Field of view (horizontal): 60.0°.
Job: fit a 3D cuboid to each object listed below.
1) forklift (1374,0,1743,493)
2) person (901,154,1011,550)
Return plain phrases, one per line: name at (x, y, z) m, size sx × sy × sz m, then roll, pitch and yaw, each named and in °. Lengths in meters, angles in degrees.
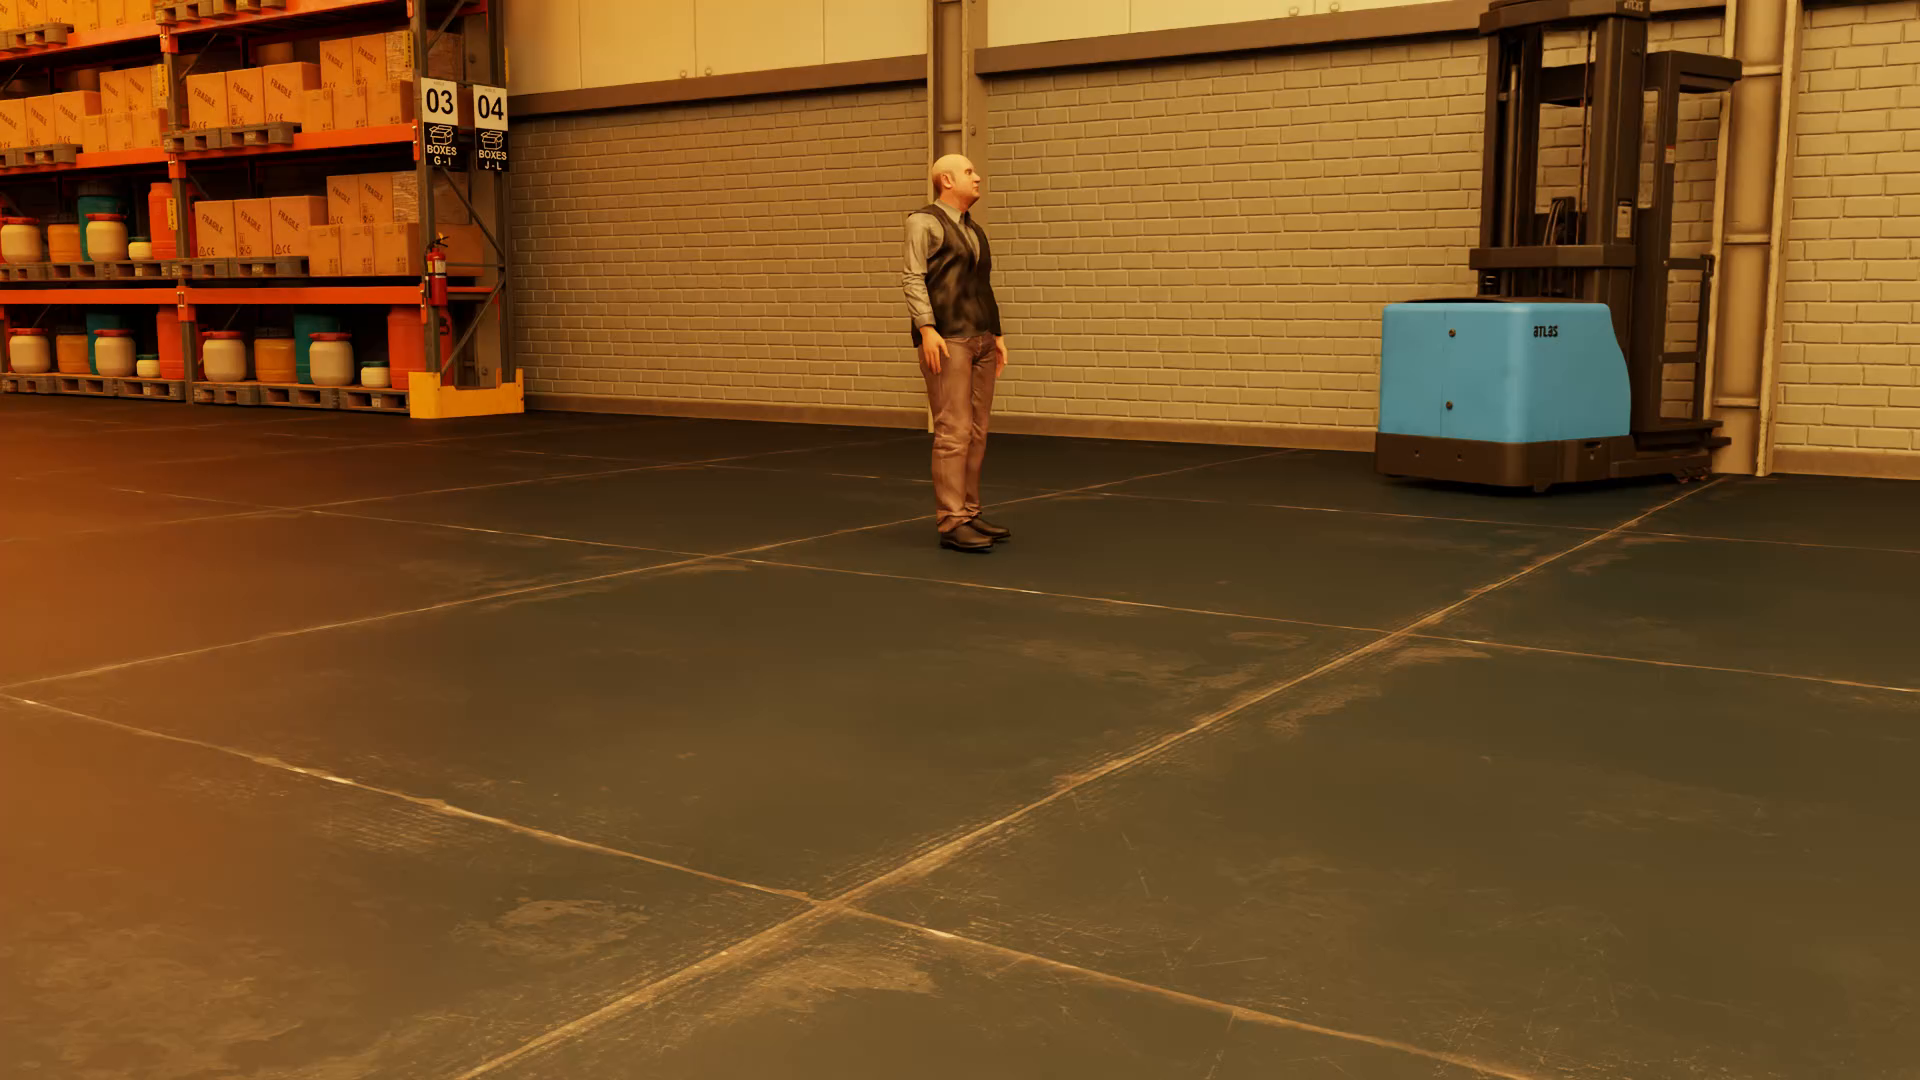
forklift at (3.976, -1.848, 10.190) m, size 3.031 × 2.935 × 1.130 m, roll -6°, pitch 10°, yaw -35°
person at (0.048, -0.854, 7.441) m, size 0.566 × 1.722 × 0.634 m, roll 5°, pitch 10°, yaw 34°
